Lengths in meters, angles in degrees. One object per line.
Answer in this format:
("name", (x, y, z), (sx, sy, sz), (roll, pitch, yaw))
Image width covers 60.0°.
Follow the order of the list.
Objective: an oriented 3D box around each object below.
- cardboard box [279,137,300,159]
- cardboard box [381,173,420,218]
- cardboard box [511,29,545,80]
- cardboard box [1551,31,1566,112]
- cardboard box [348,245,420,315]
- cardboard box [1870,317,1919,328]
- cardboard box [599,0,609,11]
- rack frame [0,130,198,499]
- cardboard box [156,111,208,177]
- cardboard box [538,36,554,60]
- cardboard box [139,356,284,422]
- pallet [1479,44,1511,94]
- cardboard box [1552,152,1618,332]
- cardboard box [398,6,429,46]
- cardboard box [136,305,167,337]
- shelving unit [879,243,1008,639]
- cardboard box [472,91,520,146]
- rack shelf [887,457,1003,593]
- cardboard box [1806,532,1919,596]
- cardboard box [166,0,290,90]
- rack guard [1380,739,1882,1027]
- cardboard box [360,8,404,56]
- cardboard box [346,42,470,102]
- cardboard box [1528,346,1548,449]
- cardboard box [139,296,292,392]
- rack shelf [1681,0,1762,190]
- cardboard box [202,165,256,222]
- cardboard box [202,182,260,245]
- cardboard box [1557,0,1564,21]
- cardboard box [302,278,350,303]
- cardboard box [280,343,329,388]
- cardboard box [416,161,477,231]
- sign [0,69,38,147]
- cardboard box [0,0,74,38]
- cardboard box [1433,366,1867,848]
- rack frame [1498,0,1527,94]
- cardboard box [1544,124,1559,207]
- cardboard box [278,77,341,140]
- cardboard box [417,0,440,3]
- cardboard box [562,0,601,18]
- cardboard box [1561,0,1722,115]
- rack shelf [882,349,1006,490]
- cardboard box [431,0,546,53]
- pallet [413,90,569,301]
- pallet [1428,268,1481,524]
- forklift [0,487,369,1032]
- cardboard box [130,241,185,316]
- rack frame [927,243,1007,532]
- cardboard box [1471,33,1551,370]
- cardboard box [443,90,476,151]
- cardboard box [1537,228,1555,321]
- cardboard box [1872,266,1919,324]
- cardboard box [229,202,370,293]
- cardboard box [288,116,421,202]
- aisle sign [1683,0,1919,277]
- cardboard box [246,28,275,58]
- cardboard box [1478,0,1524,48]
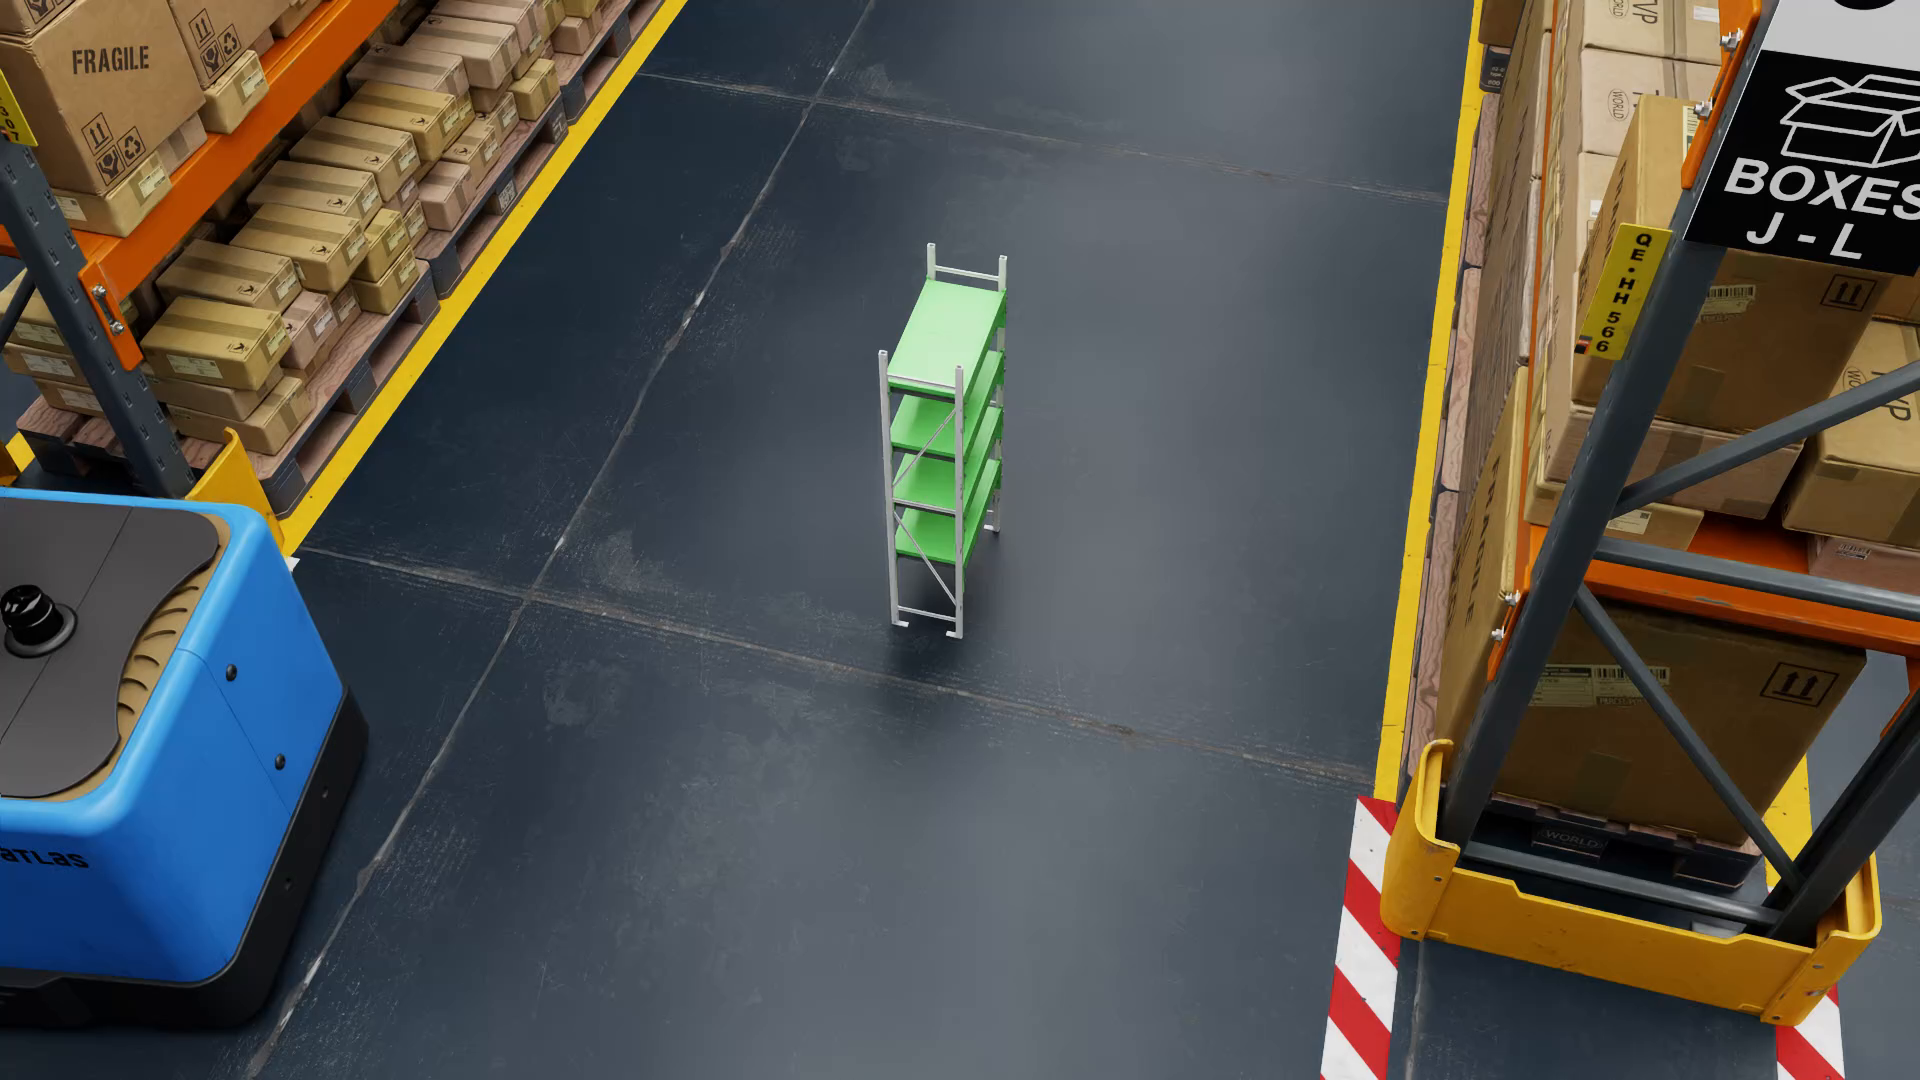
("cardboard box", (-2.739, -1.619, 6.601), (0.380, 0.149, 0.250), (14, 50, 12))
("cardboard box", (-2.305, -1.330, 6.346), (0.380, 0.149, 0.250), (9, 49, 8))
("cardboard box", (-1.992, -2.103, 7.028), (0.380, 0.149, 0.250), (13, 50, 11))
("cardboard box", (2.057, -1.434, 5.182), (0.380, 0.149, 0.250), (10, 49, 9))
("cardboard box", (-2.278, -1.013, 6.265), (0.380, 0.149, 0.250), (12, 50, 10))
("cardboard box", (2.329, -0.620, 4.198), (0.500, 0.250, 0.500), (11, 49, 10))
("cardboard box", (-1.818, -2.518, 7.593), (0.380, 0.149, 0.250), (13, 50, 11))
("rack frame", (-2.947, -0.952, 4.589), (1.000, 3.000, 0.127), (12, 50, 10))
("cardboard box", (-2.518, -1.231, 5.003), (0.380, 0.149, 0.250), (13, 50, 11))
("cardboard box", (-2.011, -2.148, 7.266), (0.380, 0.149, 0.250), (10, 49, 9))
("cardboard box", (-2.561, -0.574, 5.679), (0.380, 0.149, 0.250), (13, 50, 12))
("pallet", (2.995, -2.443, 7.766), (1.003, 0.211, 1.213), (12, 50, 10))
("cardboard box", (1.817, -0.718, 4.285), (0.500, 0.250, 0.500), (11, 49, 9))
("cardboard box", (-2.476, -2.167, 7.085), (0.380, 0.149, 0.250), (14, 50, 12))
("cardboard box", (-2.963, -0.862, 5.933), (0.380, 0.149, 0.250), (11, 49, 9))
("shelving unit", (-0.044, -0.277, 5.194), (0.258, 1.200, 0.503), (12, 50, 10))
("cardboard box", (-2.074, -1.766, 6.929), (0.380, 0.149, 0.250), (12, 50, 11))
("rack shelf", (-0.044, -0.076, 5.422), (0.258, 0.148, 0.480), (12, 50, 10))
("cardboard box", (2.223, -0.008, 3.924), (0.380, 0.149, 0.250), (12, 50, 10))
("cardboard box", (-2.446, -1.746, 5.025), (0.500, 0.500, 0.500), (12, 50, 10))
("rack guard", (1.805, 0.945, 4.583), (1.175, 0.500, 0.348), (12, 50, 10))
("cardboard box", (-2.518, -2.075, 6.805), (0.380, 0.149, 0.250), (10, 49, 8))
("cardboard box", (-2.180, -1.813, 6.574), (0.380, 0.149, 0.250), (12, 50, 10))
("cardboard box", (1.654, -0.328, 4.206), (0.380, 0.149, 0.250), (12, 50, 10))
("cardboard box", (-2.481, -0.656, 5.553), (0.380, 0.149, 0.250), (10, 49, 8))
("rack shelf", (2.338, -2.101, 4.083), (1.077, 0.370, 4.000), (12, 50, 10))
("cardboard box", (-2.856, -1.335, 6.152), (0.380, 0.149, 0.250), (10, 49, 9))
("cardboard box", (-2.778, -1.234, 6.262), (0.380, 0.149, 0.250), (11, 49, 10))
("cardboard box", (2.193, -1.805, 5.510), (0.380, 0.149, 0.250), (11, 49, 10))
("cardboard box", (-2.456, -0.956, 6.016), (0.380, 0.149, 0.250), (12, 50, 11))
("cardboard box", (-2.510, -0.669, 5.961), (0.380, 0.149, 0.250), (11, 50, 10))
("cardboard box", (-2.154, -1.379, 6.588), (0.380, 0.149, 0.250), (9, 49, 8))
("sign", (-2.423, -1.131, 4.170), (0.100, 0.325, 0.005), (12, 50, 10))
("cardboard box", (-2.573, -1.687, 4.306), (0.500, 0.500, 0.500), (11, 50, 10))
("cardboard box", (1.903, 0.185, 4.723), (0.875, 0.875, 0.875), (12, 50, 10))
("rack frame", (2.864, -2.793, 6.215), (1.000, 3.000, 0.127), (12, 50, 10))
("cardboard box", (1.923, -1.066, 4.858), (0.380, 0.149, 0.250), (12, 50, 10))
("cardboard box", (-2.662, -1.709, 6.482), (0.380, 0.149, 0.250), (10, 49, 9))
("cardboard box", (-2.380, -2.456, 7.141), (0.380, 0.149, 0.250), (10, 49, 9))
("cardboard box", (-1.783, -2.453, 7.337), (0.380, 0.149, 0.250), (10, 49, 9))
("cardboard box", (2.084, -1.464, 4.943), (0.500, 0.250, 0.500), (12, 50, 10))
("rack shelf", (-0.044, -0.394, 5.062), (0.258, 0.148, 0.480), (12, 50, 10))
("cardboard box", (-1.950, -2.168, 6.888), (0.380, 0.149, 0.250), (9, 49, 8))
("pallet", (-2.356, -1.544, 6.972), (1.003, 0.211, 1.213), (12, 50, 10))
("pallet", (2.270, -0.451, 6.007), (1.003, 0.211, 1.213), (12, 50, 10))
("forklift", (-3.365, -0.094, 3.878), (3.031, 2.935, 1.130), (4, 49, 4))
("cardboard box", (-2.930, -0.948, 5.810), (0.380, 0.149, 0.250), (12, 50, 11))
("rack frame", (0.021, -0.454, 5.350), (0.240, 1.200, 0.015), (12, 50, 10))
("cardboard box", (2.377, -1.116, 5.872), (0.875, 0.875, 0.875), (12, 50, 10))
("cardboard box", (-2.193, -1.728, 6.698), (0.380, 0.149, 0.250), (14, 50, 12))
("cardboard box", (1.789, -0.690, 4.526), (0.380, 0.149, 0.250), (12, 50, 11))
("cardboard box", (2.330, -0.852, 3.903), (0.500, 0.500, 0.500), (10, 49, 9))
("cardboard box", (-2.335, -1.036, 5.889), (0.380, 0.149, 0.250), (11, 50, 10))
("cardboard box", (-2.267, -1.431, 6.237), (0.380, 0.149, 0.250), (13, 50, 12))
("aisle sign", (1.503, -0.767, 2.693), (0.394, 0.787, 0.004), (12, 50, 10))
("cardboard box", (-2.460, -1.629, 5.355), (0.380, 0.149, 0.250), (14, 50, 12))
("cardboard box", (3.014, -2.696, 7.266), (1.225, 0.875, 0.875), (12, 50, 10))
